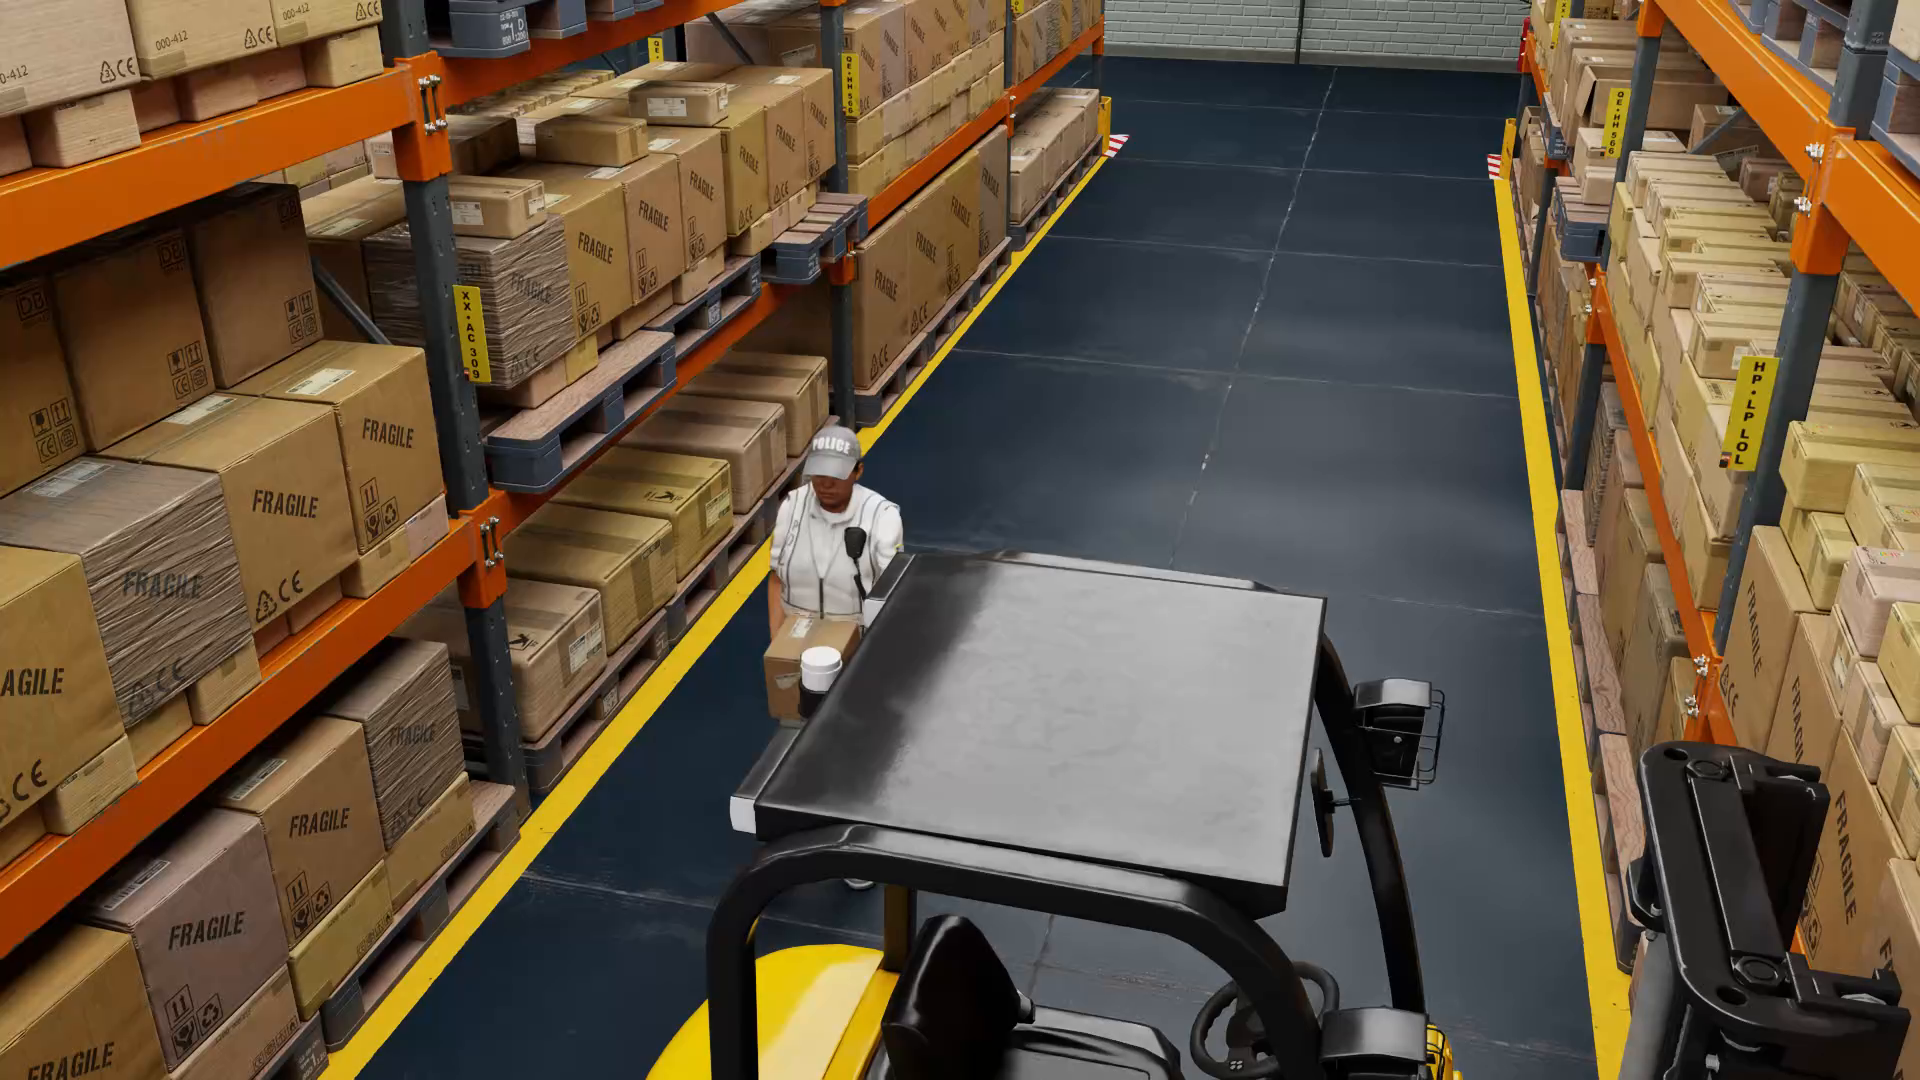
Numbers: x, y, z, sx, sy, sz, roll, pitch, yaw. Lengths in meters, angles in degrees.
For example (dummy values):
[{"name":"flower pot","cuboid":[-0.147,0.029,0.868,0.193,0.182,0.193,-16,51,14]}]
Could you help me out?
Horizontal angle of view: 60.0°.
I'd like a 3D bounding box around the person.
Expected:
[{"name":"person","cuboid":[-0.432,0.405,5.748,0.487,1.670,0.503,6,26,13]}]
